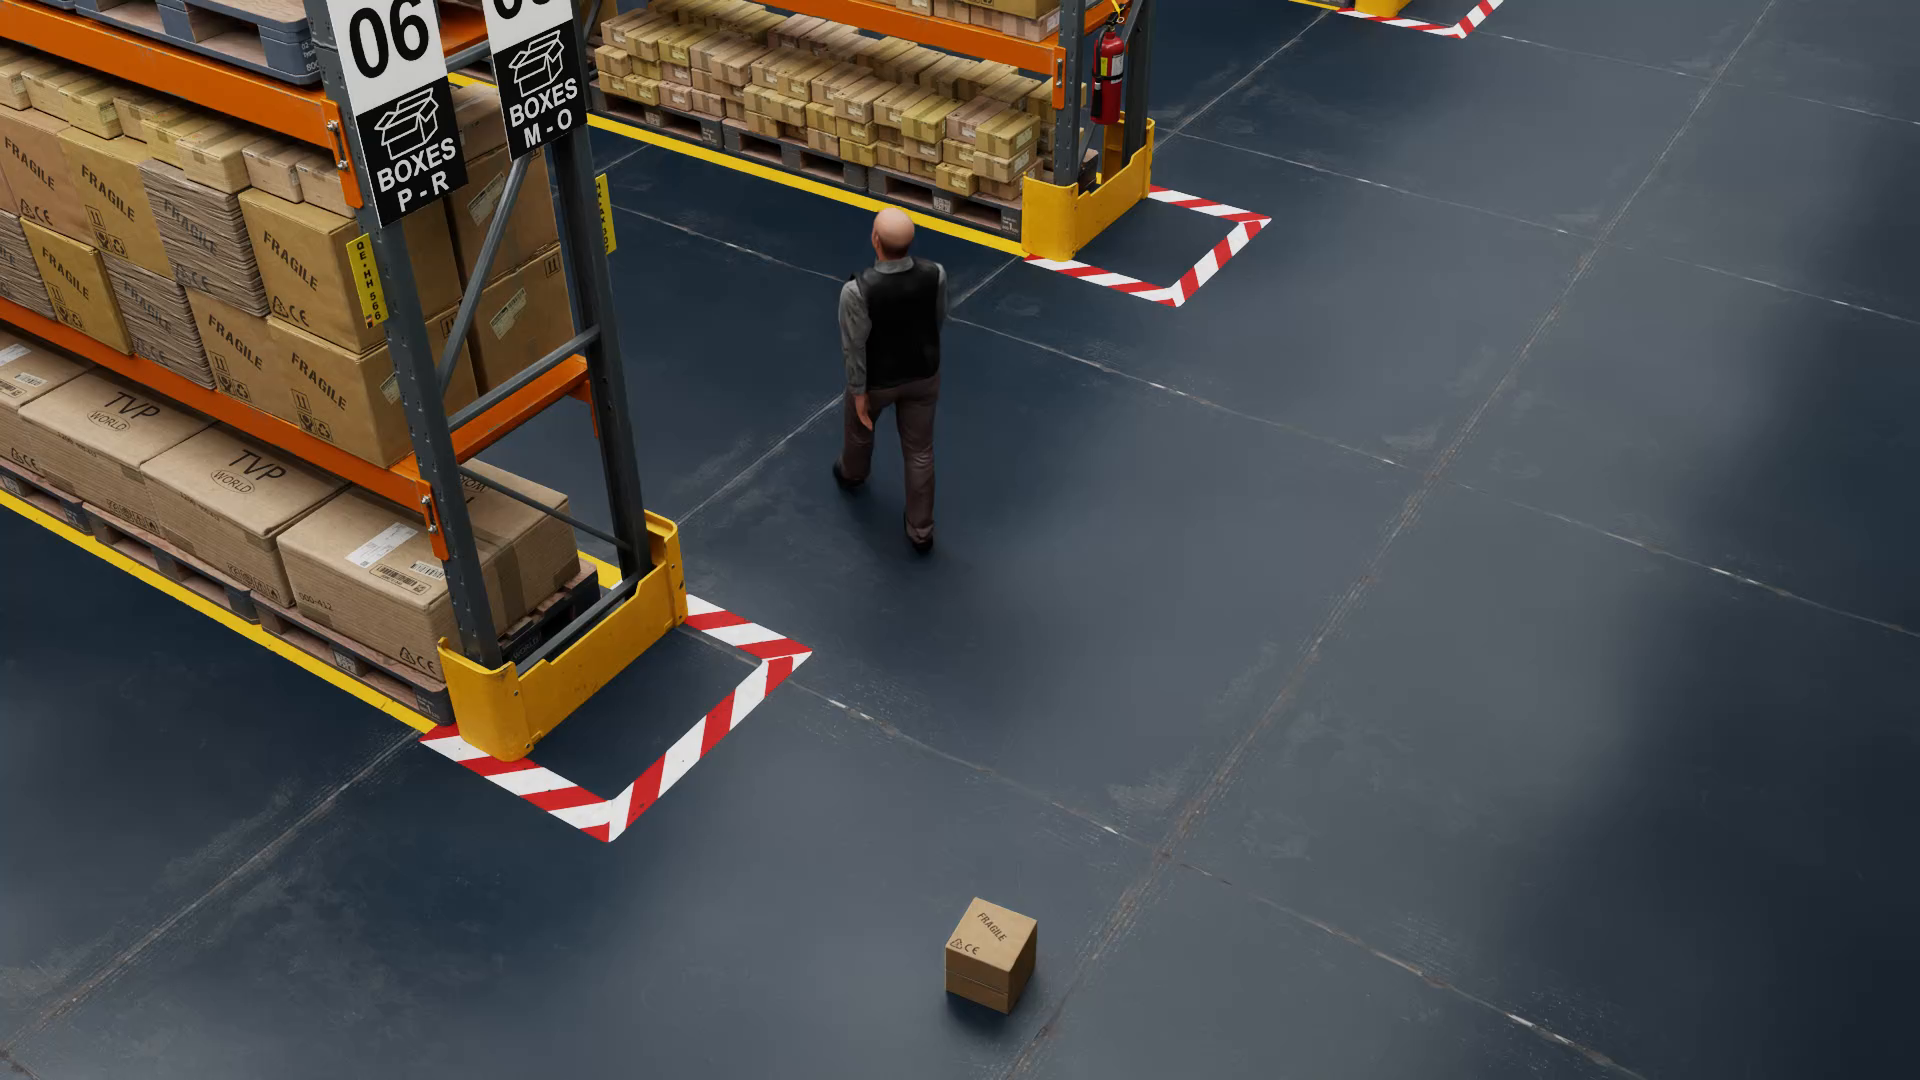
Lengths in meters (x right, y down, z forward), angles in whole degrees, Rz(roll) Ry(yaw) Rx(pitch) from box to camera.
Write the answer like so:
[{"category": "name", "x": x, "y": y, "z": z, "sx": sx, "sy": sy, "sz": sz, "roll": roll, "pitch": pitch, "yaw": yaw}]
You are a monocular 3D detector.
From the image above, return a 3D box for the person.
[{"category": "person", "x": -0.334, "y": -0.835, "z": 7.752, "sx": 0.539, "sy": 1.699, "sz": 0.894, "roll": -11, "pitch": 39, "yaw": -14}]
